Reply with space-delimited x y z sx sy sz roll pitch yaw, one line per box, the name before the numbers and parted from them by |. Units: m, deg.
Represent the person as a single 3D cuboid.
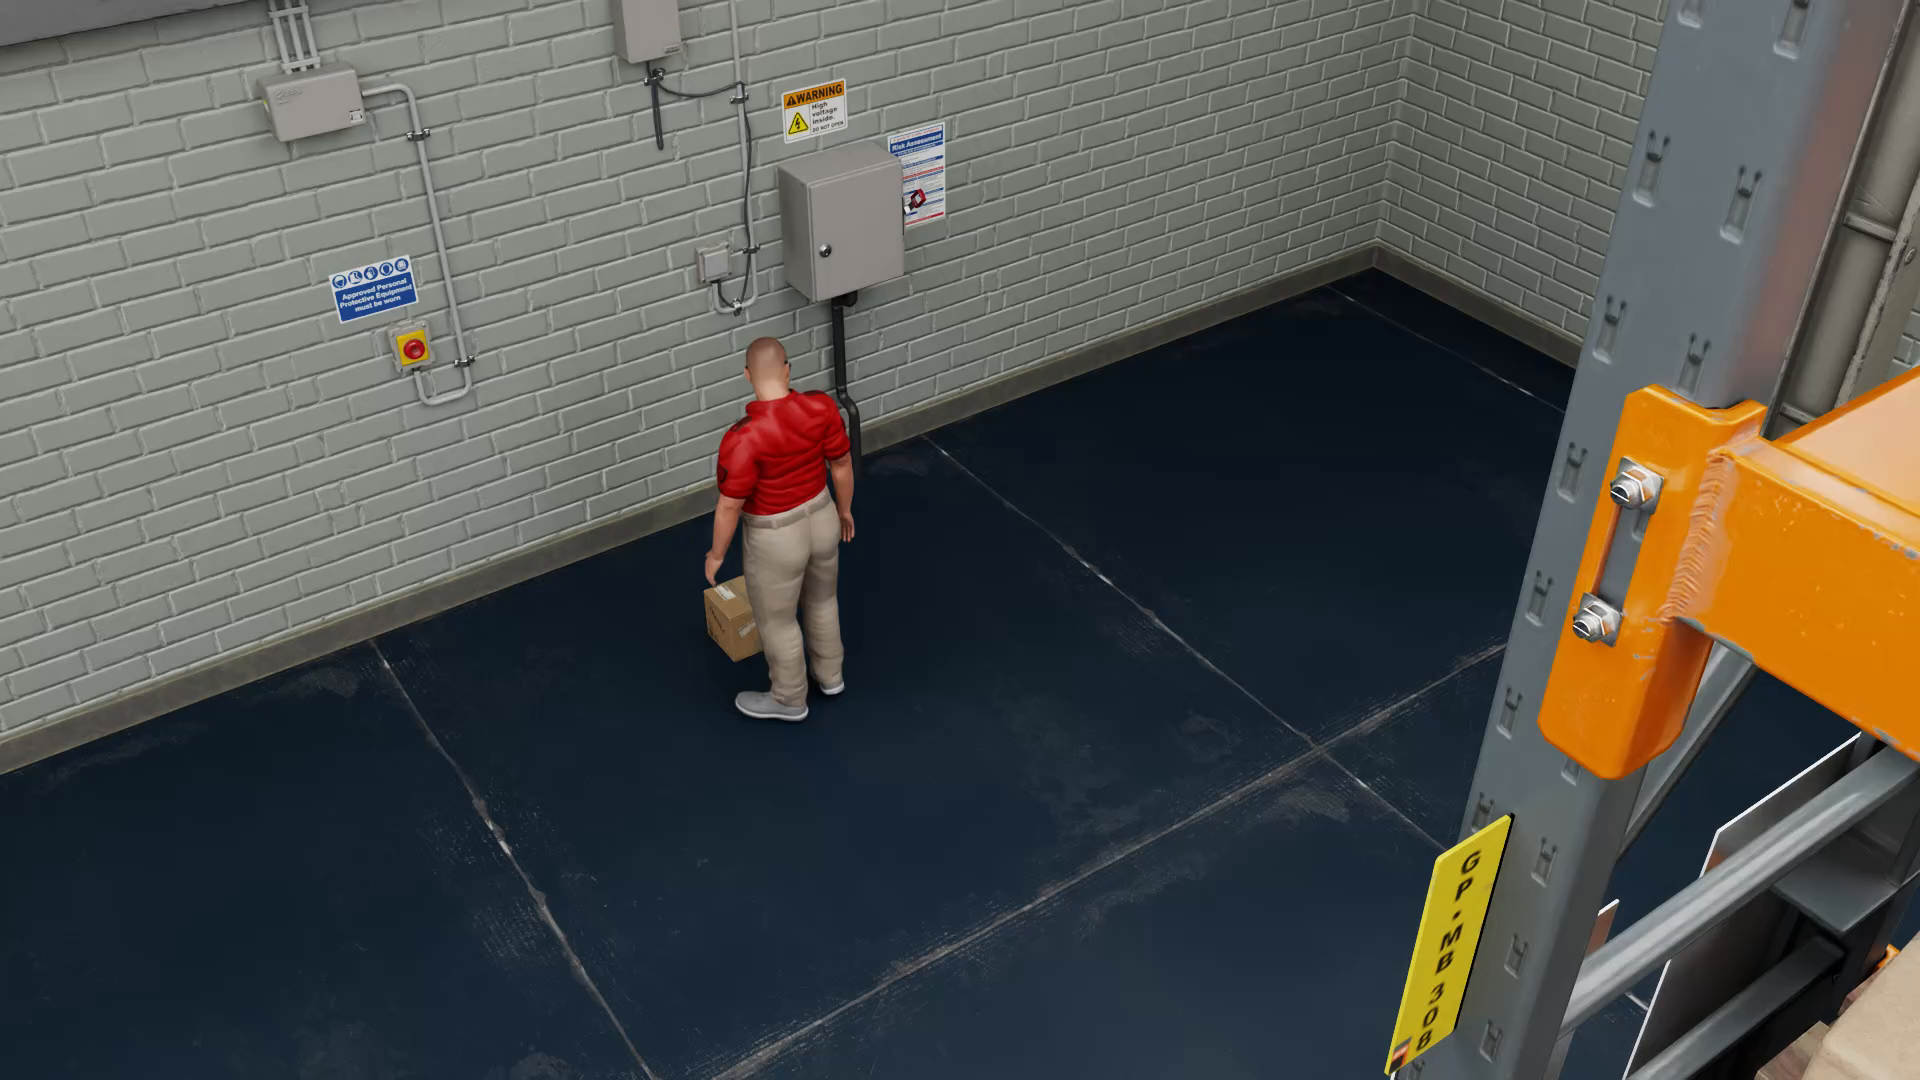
person | -0.712 0.003 6.666 0.630 1.752 0.364 -30 46 -34
